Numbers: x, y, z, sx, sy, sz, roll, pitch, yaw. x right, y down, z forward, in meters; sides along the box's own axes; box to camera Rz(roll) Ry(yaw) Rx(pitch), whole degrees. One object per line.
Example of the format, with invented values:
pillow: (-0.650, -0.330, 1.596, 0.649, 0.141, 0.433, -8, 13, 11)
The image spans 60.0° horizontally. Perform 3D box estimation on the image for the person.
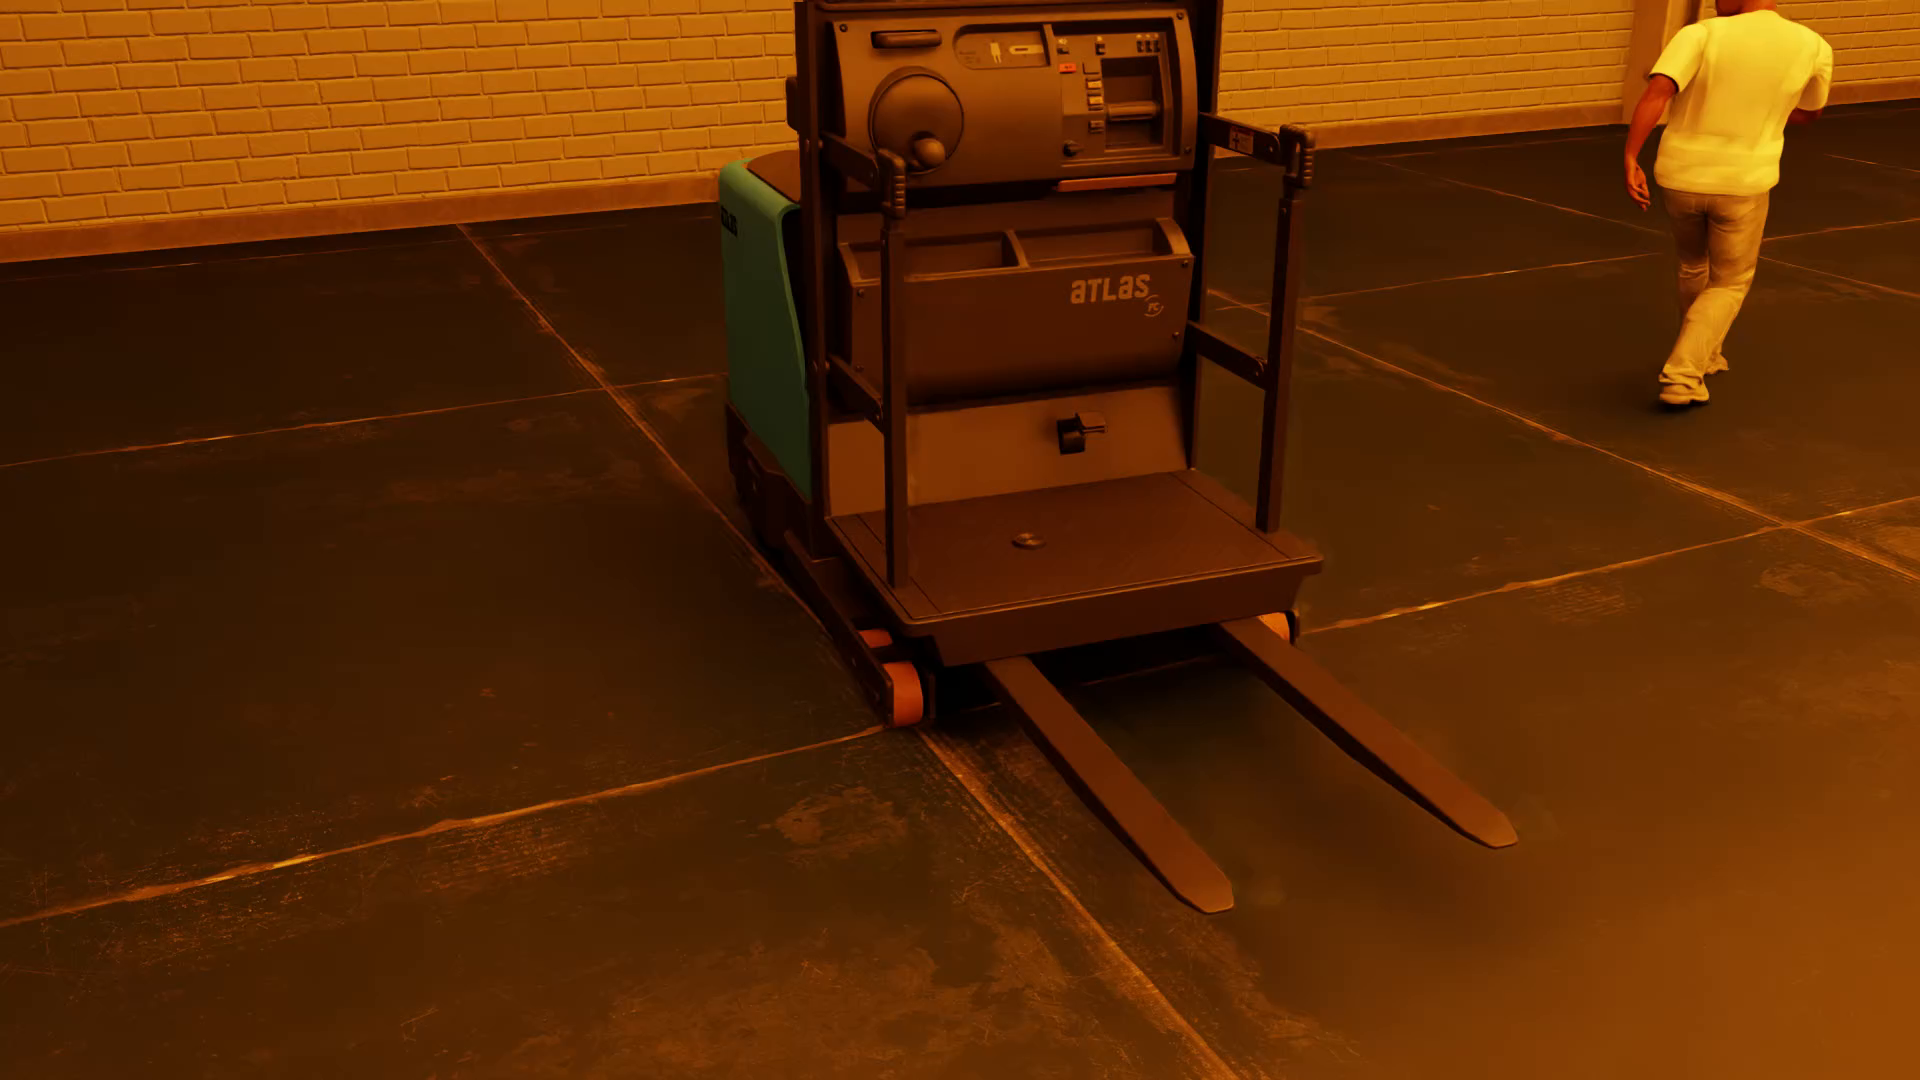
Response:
person: (2.854, -1.358, 6.220, 0.582, 1.704, 0.987, 13, 26, 29)

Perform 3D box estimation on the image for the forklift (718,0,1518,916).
forklift: (0.224, -1.077, 3.878, 1.130, 2.935, 3.031, -8, 24, -19)
